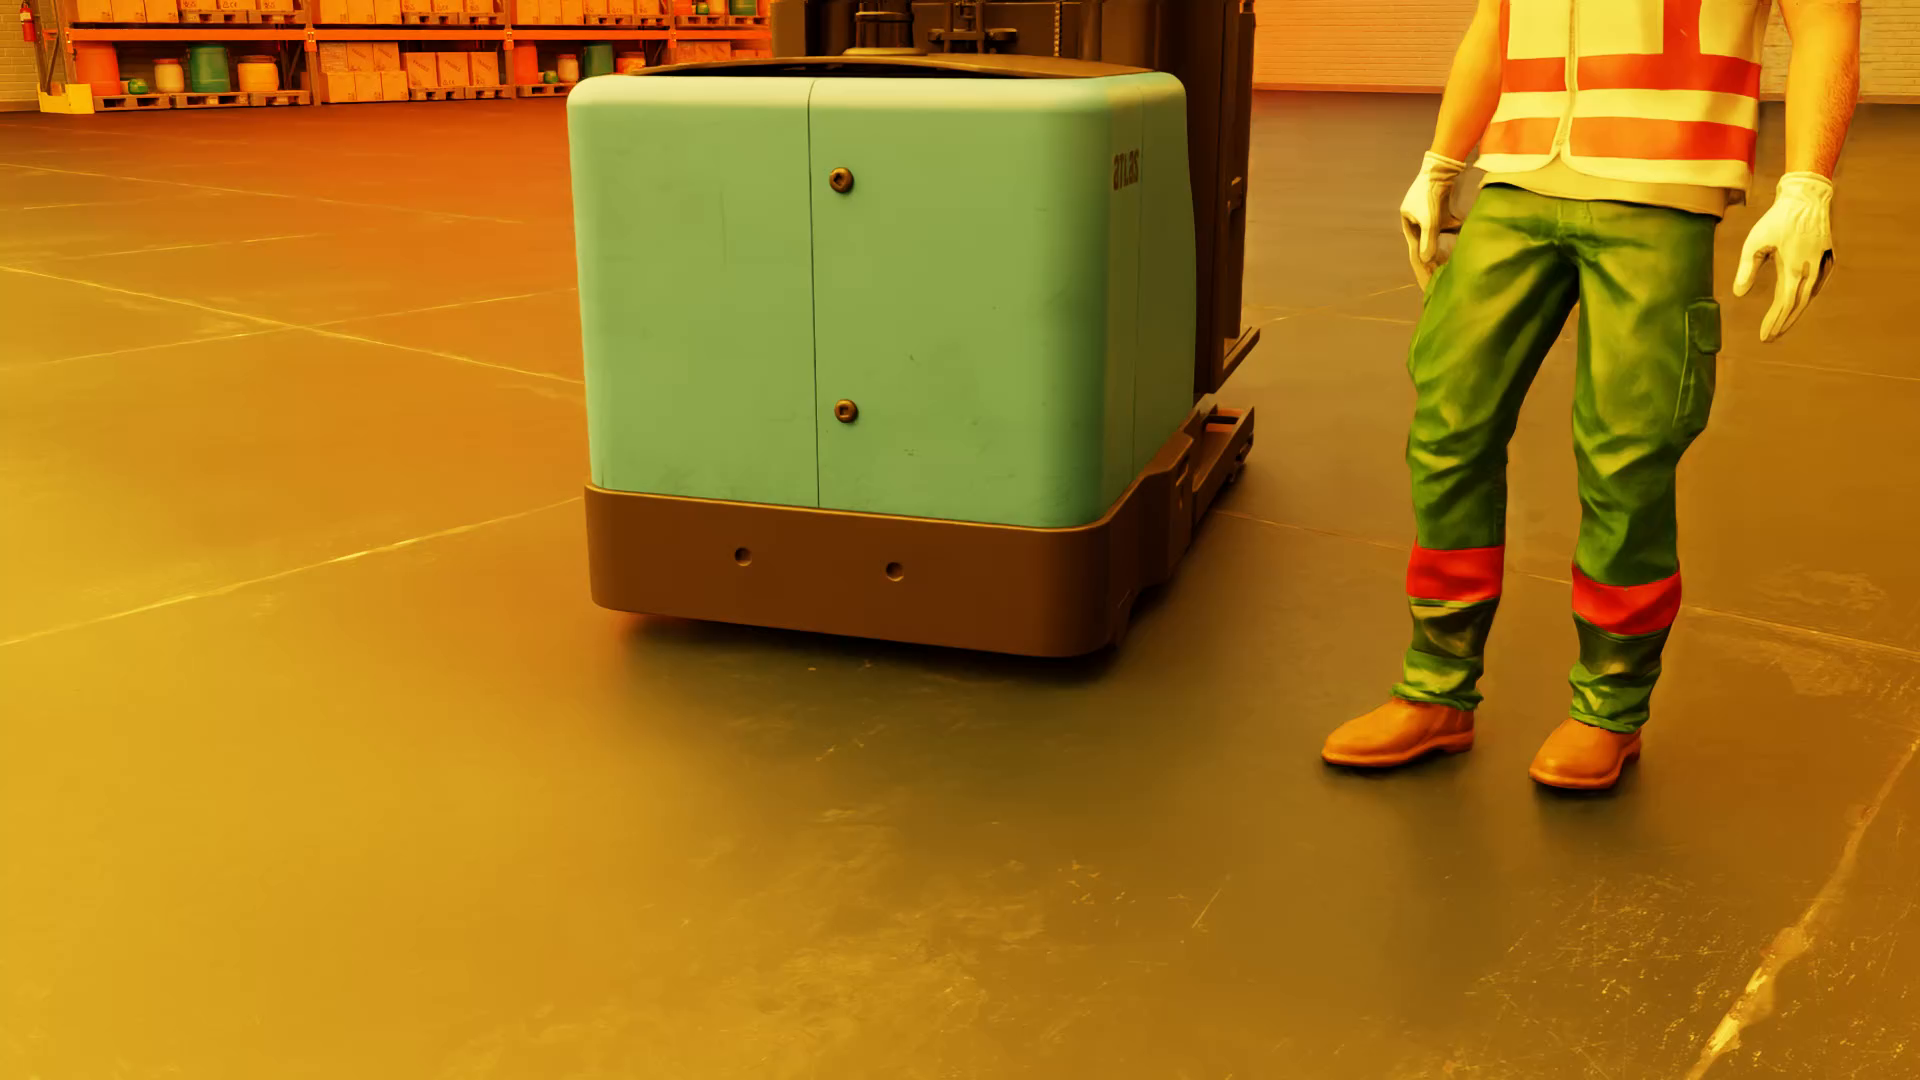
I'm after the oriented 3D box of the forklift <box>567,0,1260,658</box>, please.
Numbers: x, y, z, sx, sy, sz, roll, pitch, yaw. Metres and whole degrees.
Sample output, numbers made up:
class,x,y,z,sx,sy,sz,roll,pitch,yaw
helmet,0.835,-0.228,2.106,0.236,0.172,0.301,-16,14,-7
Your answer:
class,x,y,z,sx,sy,sz,roll,pitch,yaw
forklift,0.189,-1.578,4.095,1.130,2.935,3.031,5,18,17

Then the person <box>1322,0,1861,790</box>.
class,x,y,z,sx,sy,sz,roll,pitch,yaw
person,0.922,-0.484,2.476,0.525,1.785,0.718,-15,22,-40
